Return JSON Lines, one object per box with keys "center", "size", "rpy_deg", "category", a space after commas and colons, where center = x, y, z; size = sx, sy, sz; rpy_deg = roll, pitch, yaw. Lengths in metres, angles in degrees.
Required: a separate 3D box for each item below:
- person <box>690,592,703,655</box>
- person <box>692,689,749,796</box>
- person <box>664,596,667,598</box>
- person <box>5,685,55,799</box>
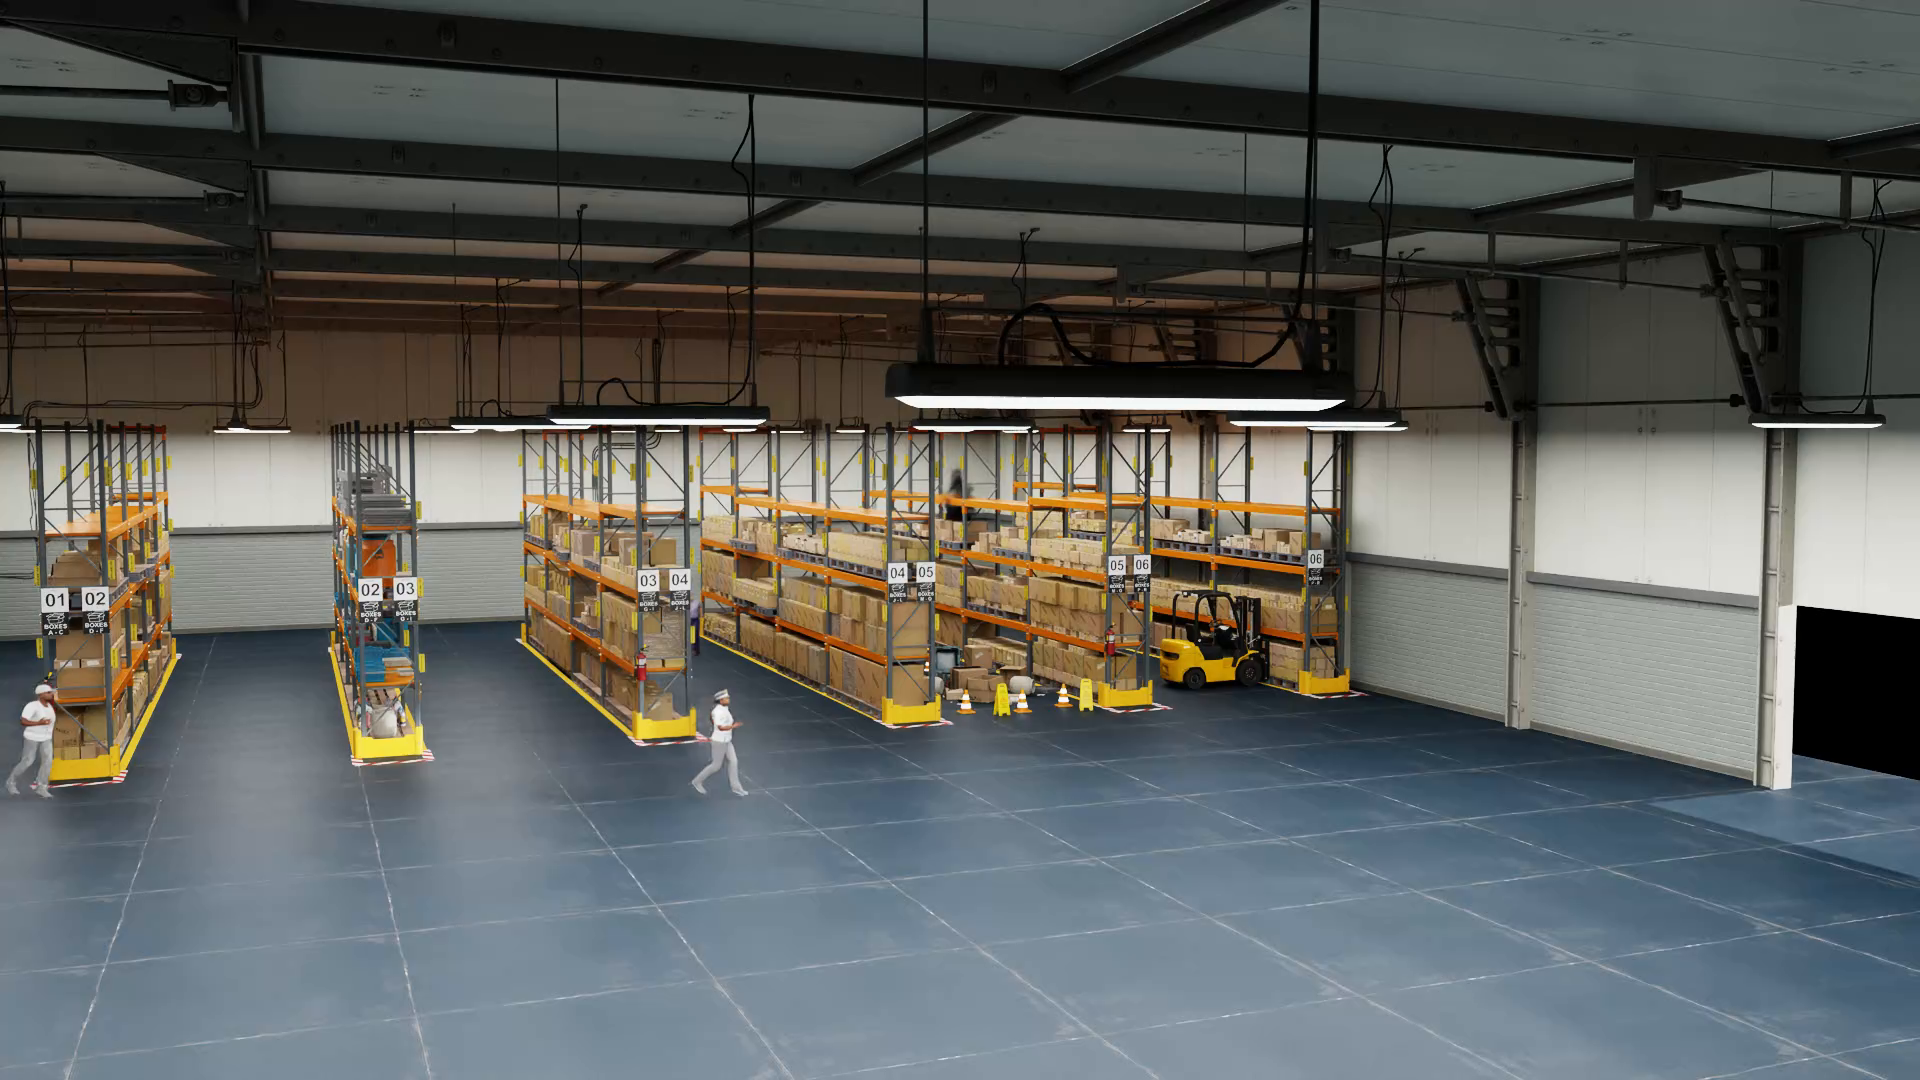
{"center": [-7.006, 2.164, 43.462], "size": [0.613, 1.596, 1.037], "rpy_deg": [-1, 4, -18], "category": "person"}
{"center": [-3.804, 3.205, 26.352], "size": [0.901, 1.702, 0.604], "rpy_deg": [0, 4, 4], "category": "person"}
{"center": [-8.841, 1.927, 48.211], "size": [0.524, 1.583, 0.700], "rpy_deg": [-3, 5, -43], "category": "person"}
{"center": [-14.678, 3.190, 26.511], "size": [0.870, 1.765, 0.705], "rpy_deg": [1, 4, 17], "category": "person"}
